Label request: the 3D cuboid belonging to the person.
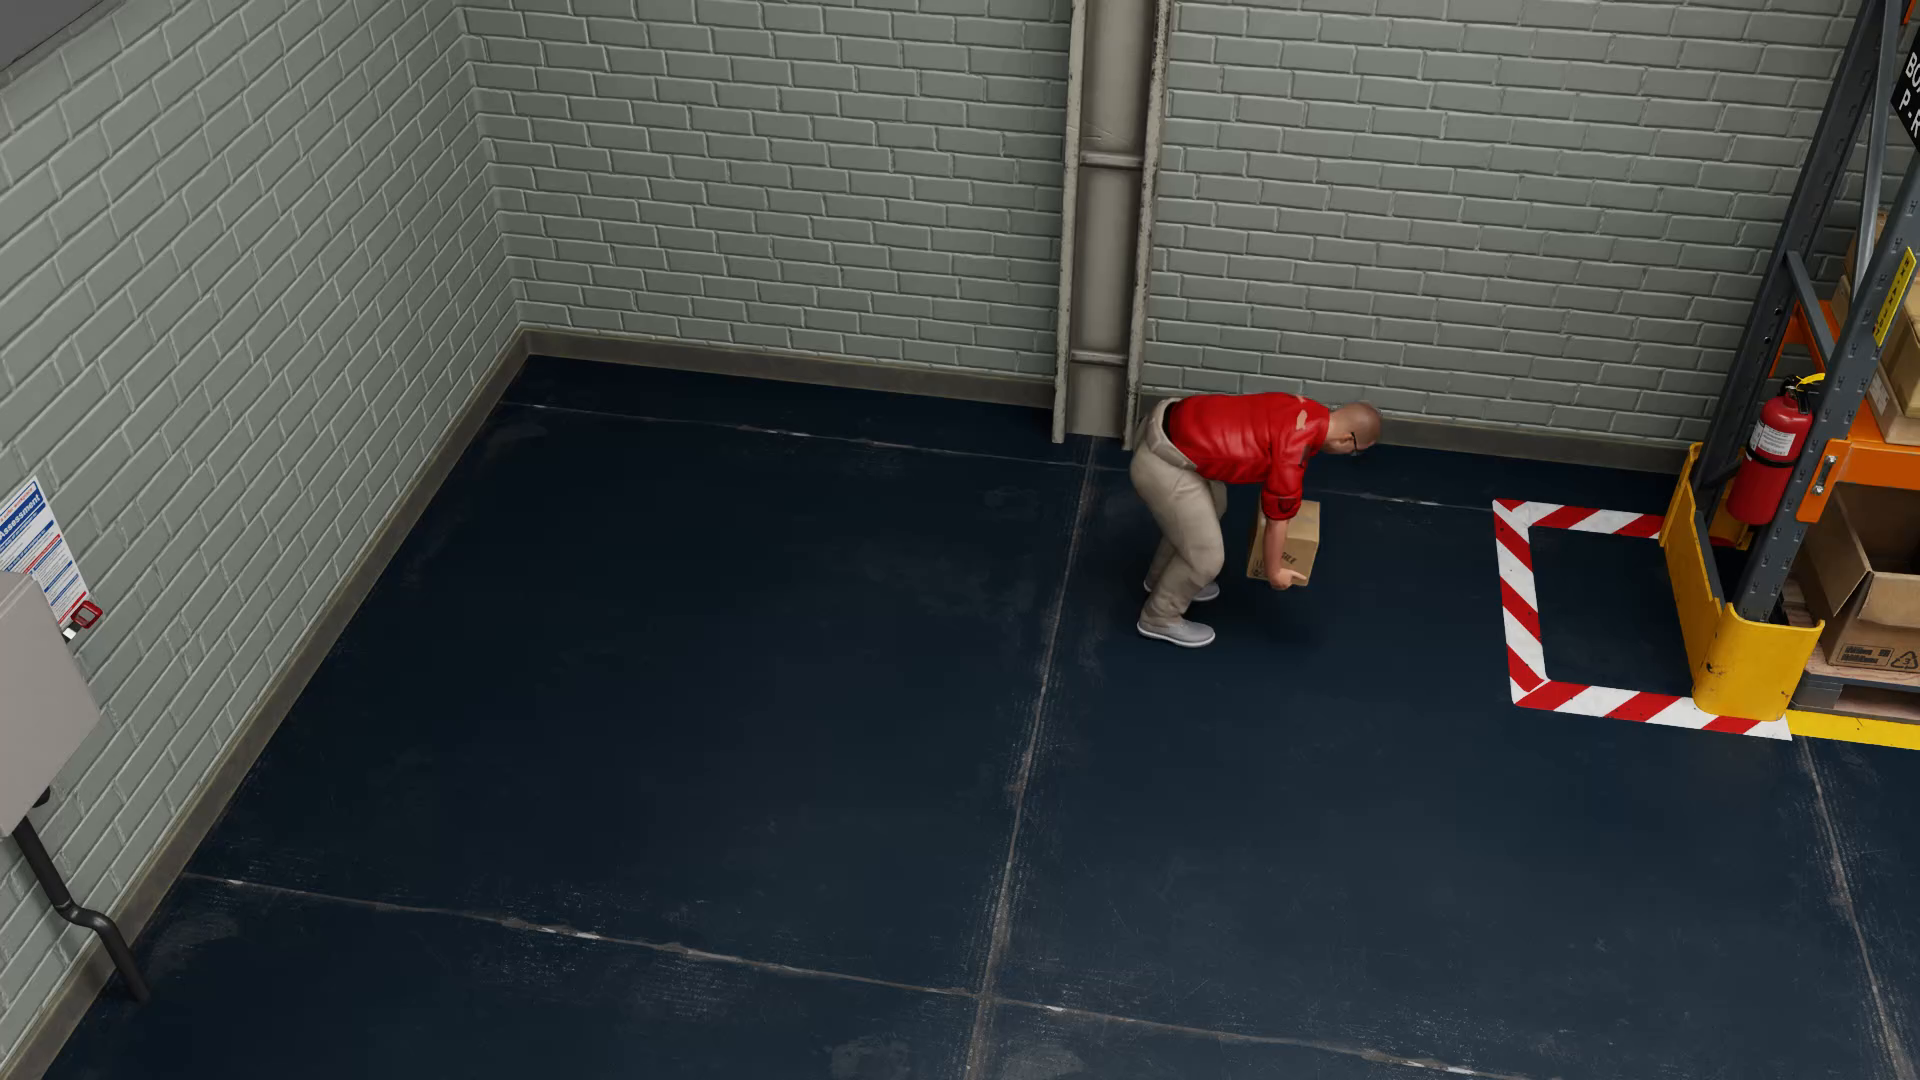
[{"bbox_3d":[1.149,-0.101,6.740,0.950,1.151,0.490,5,41,6],"label":"person"}]
